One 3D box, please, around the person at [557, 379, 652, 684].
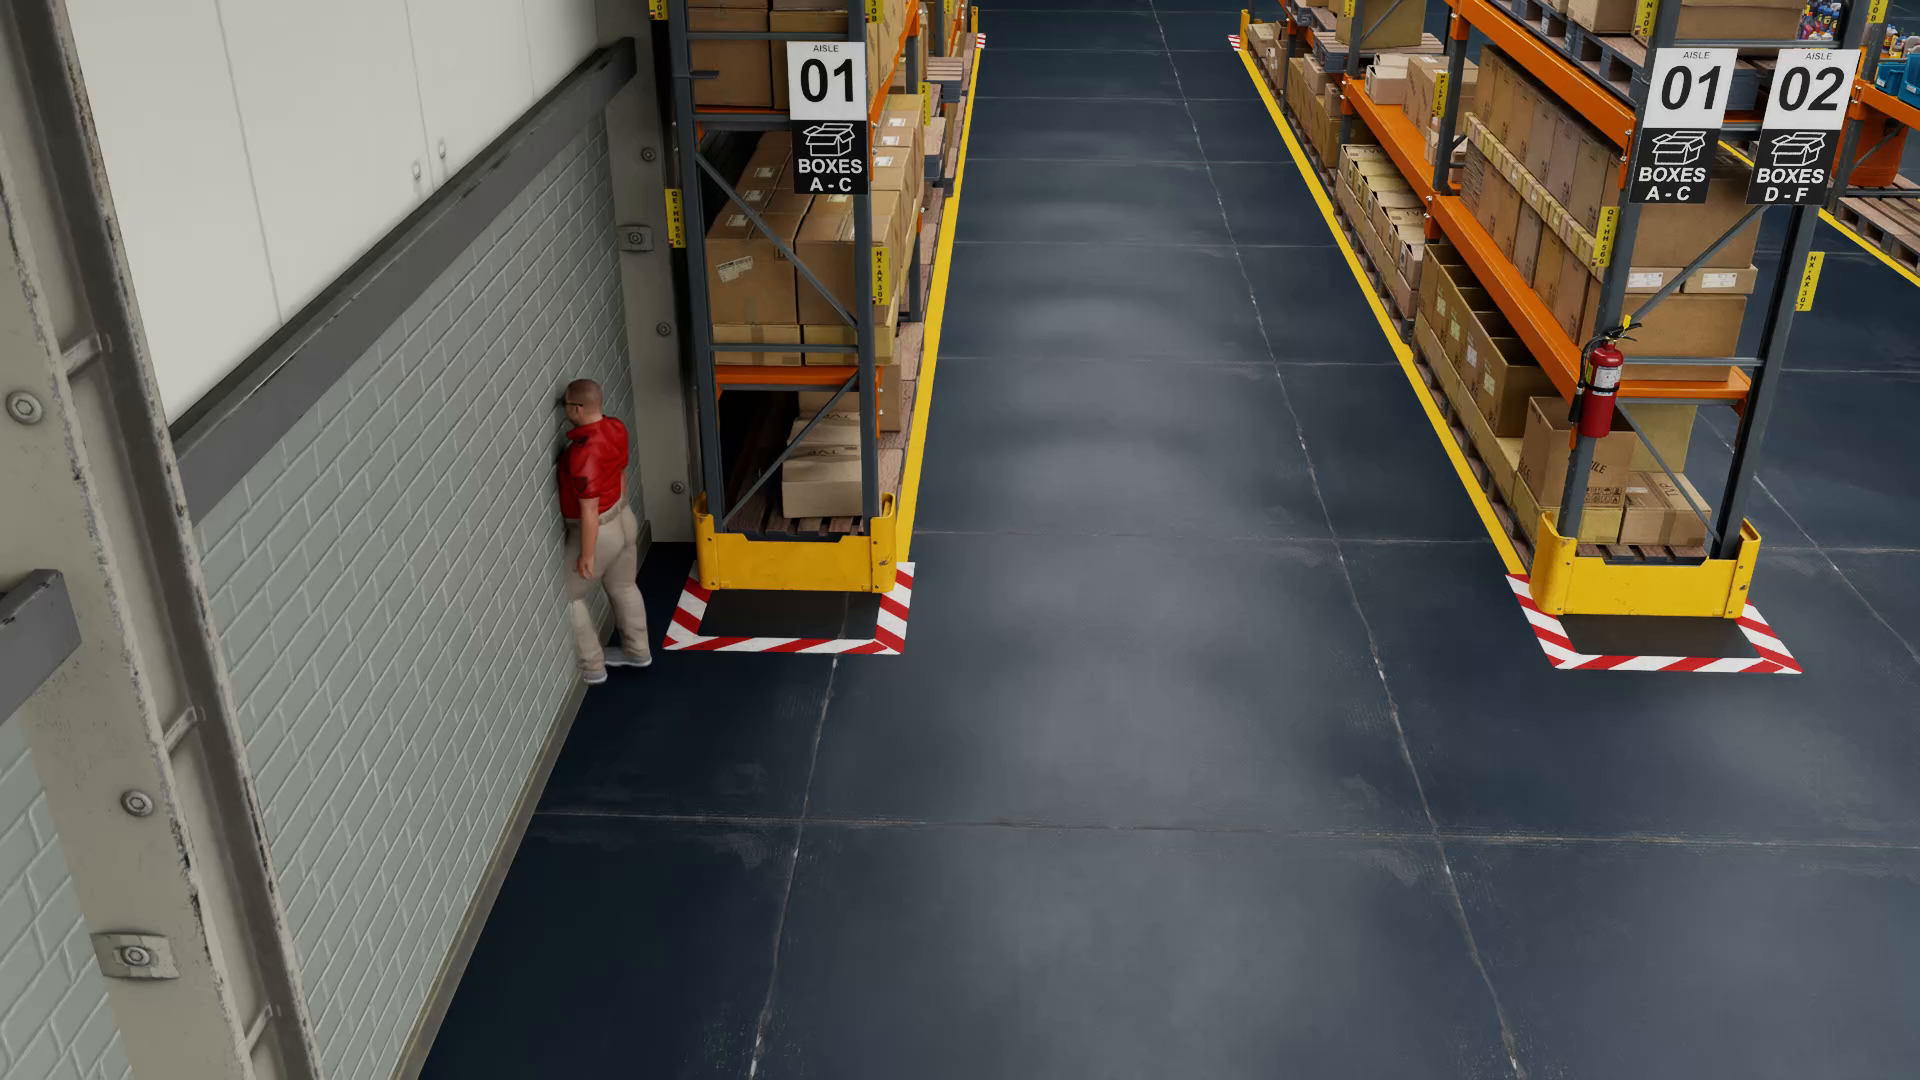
[{"bbox_3d":[-1.952,-0.036,8.693,0.478,1.727,0.542,5,28,10],"label":"person"}]
